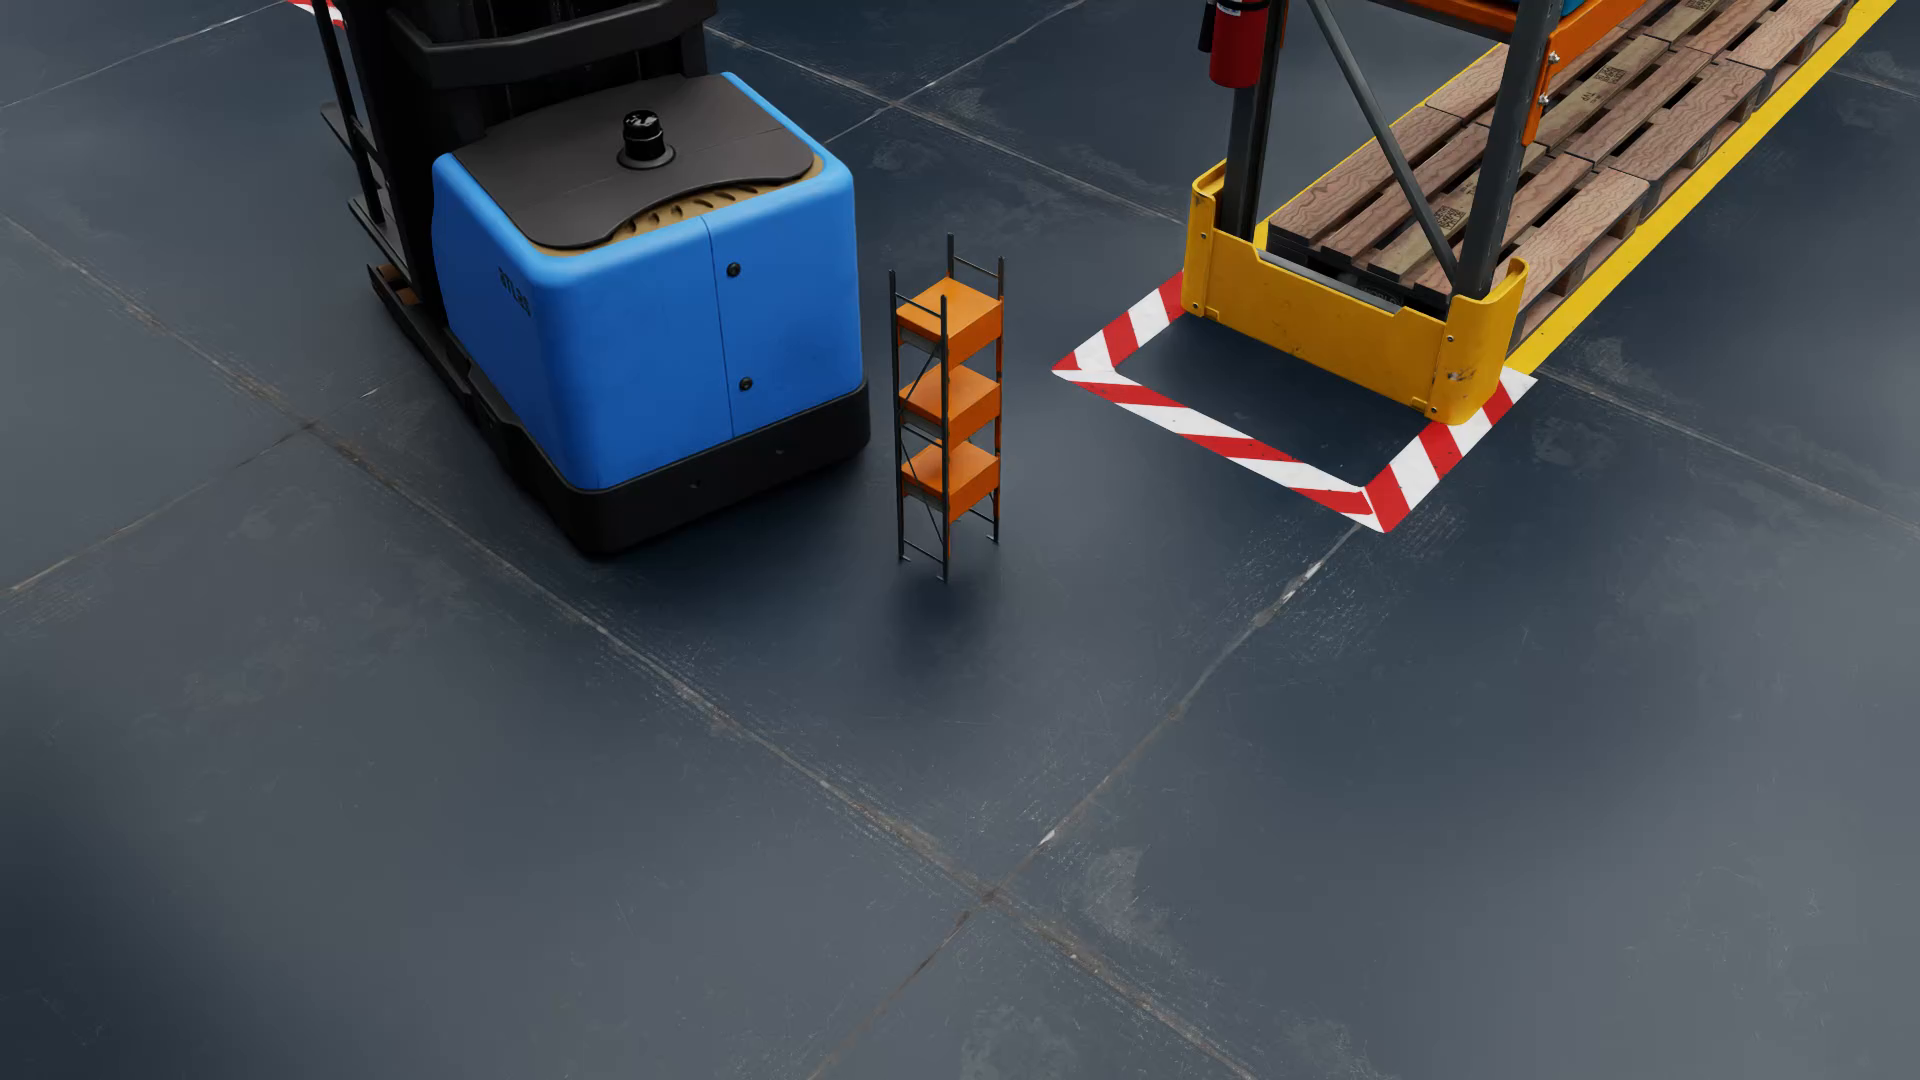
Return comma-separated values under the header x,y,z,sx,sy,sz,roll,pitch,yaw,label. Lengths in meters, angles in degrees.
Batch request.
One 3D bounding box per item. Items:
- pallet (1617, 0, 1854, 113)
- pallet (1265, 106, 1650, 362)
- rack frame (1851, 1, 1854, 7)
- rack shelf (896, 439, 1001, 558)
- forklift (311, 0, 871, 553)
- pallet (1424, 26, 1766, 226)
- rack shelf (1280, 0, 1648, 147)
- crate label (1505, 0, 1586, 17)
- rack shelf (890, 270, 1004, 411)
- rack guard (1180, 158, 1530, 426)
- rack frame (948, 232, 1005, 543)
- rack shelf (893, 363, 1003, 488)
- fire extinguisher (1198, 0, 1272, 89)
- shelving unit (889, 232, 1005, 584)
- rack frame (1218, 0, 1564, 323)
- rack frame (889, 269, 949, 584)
x,y,z,sx,sy,sz,roll,pitch,yaw,label
3.491,-2.474,7.814,1.003,0.211,1.213,29,50,28,pallet
1.921,-1.217,6.432,1.003,0.211,1.213,29,50,28,pallet
3.935,-3.901,7.310,1.000,3.000,0.127,29,50,28,rack frame
-0.034,-0.147,5.061,0.215,0.259,0.240,29,50,28,rack shelf
-1.535,-2.006,5.278,1.130,2.935,3.031,-24,48,-24,forklift
2.706,-1.843,7.120,1.003,0.211,1.213,29,50,28,pallet
2.647,-2.605,6.420,1.077,0.370,4.000,29,50,28,rack shelf
1.771,-1.786,5.064,0.416,0.233,0.303,29,50,28,crate label
-0.034,-0.563,4.683,0.215,0.259,0.240,29,50,28,rack shelf
1.355,-0.898,5.866,1.175,0.500,0.348,29,50,28,rack guard
0.044,-0.424,4.936,0.200,1.050,0.008,29,50,28,rack frame
-0.034,-0.353,4.874,0.215,0.259,0.240,29,50,28,rack shelf
0.915,-1.794,5.328,0.296,0.674,0.183,29,50,28,fire extinguisher
-0.034,-0.361,4.867,0.215,1.050,0.252,29,50,28,shelving unit
1.360,-1.841,5.045,1.000,3.000,0.127,29,50,28,rack frame
-0.113,-0.298,4.797,0.200,1.050,0.008,29,50,28,rack frame
